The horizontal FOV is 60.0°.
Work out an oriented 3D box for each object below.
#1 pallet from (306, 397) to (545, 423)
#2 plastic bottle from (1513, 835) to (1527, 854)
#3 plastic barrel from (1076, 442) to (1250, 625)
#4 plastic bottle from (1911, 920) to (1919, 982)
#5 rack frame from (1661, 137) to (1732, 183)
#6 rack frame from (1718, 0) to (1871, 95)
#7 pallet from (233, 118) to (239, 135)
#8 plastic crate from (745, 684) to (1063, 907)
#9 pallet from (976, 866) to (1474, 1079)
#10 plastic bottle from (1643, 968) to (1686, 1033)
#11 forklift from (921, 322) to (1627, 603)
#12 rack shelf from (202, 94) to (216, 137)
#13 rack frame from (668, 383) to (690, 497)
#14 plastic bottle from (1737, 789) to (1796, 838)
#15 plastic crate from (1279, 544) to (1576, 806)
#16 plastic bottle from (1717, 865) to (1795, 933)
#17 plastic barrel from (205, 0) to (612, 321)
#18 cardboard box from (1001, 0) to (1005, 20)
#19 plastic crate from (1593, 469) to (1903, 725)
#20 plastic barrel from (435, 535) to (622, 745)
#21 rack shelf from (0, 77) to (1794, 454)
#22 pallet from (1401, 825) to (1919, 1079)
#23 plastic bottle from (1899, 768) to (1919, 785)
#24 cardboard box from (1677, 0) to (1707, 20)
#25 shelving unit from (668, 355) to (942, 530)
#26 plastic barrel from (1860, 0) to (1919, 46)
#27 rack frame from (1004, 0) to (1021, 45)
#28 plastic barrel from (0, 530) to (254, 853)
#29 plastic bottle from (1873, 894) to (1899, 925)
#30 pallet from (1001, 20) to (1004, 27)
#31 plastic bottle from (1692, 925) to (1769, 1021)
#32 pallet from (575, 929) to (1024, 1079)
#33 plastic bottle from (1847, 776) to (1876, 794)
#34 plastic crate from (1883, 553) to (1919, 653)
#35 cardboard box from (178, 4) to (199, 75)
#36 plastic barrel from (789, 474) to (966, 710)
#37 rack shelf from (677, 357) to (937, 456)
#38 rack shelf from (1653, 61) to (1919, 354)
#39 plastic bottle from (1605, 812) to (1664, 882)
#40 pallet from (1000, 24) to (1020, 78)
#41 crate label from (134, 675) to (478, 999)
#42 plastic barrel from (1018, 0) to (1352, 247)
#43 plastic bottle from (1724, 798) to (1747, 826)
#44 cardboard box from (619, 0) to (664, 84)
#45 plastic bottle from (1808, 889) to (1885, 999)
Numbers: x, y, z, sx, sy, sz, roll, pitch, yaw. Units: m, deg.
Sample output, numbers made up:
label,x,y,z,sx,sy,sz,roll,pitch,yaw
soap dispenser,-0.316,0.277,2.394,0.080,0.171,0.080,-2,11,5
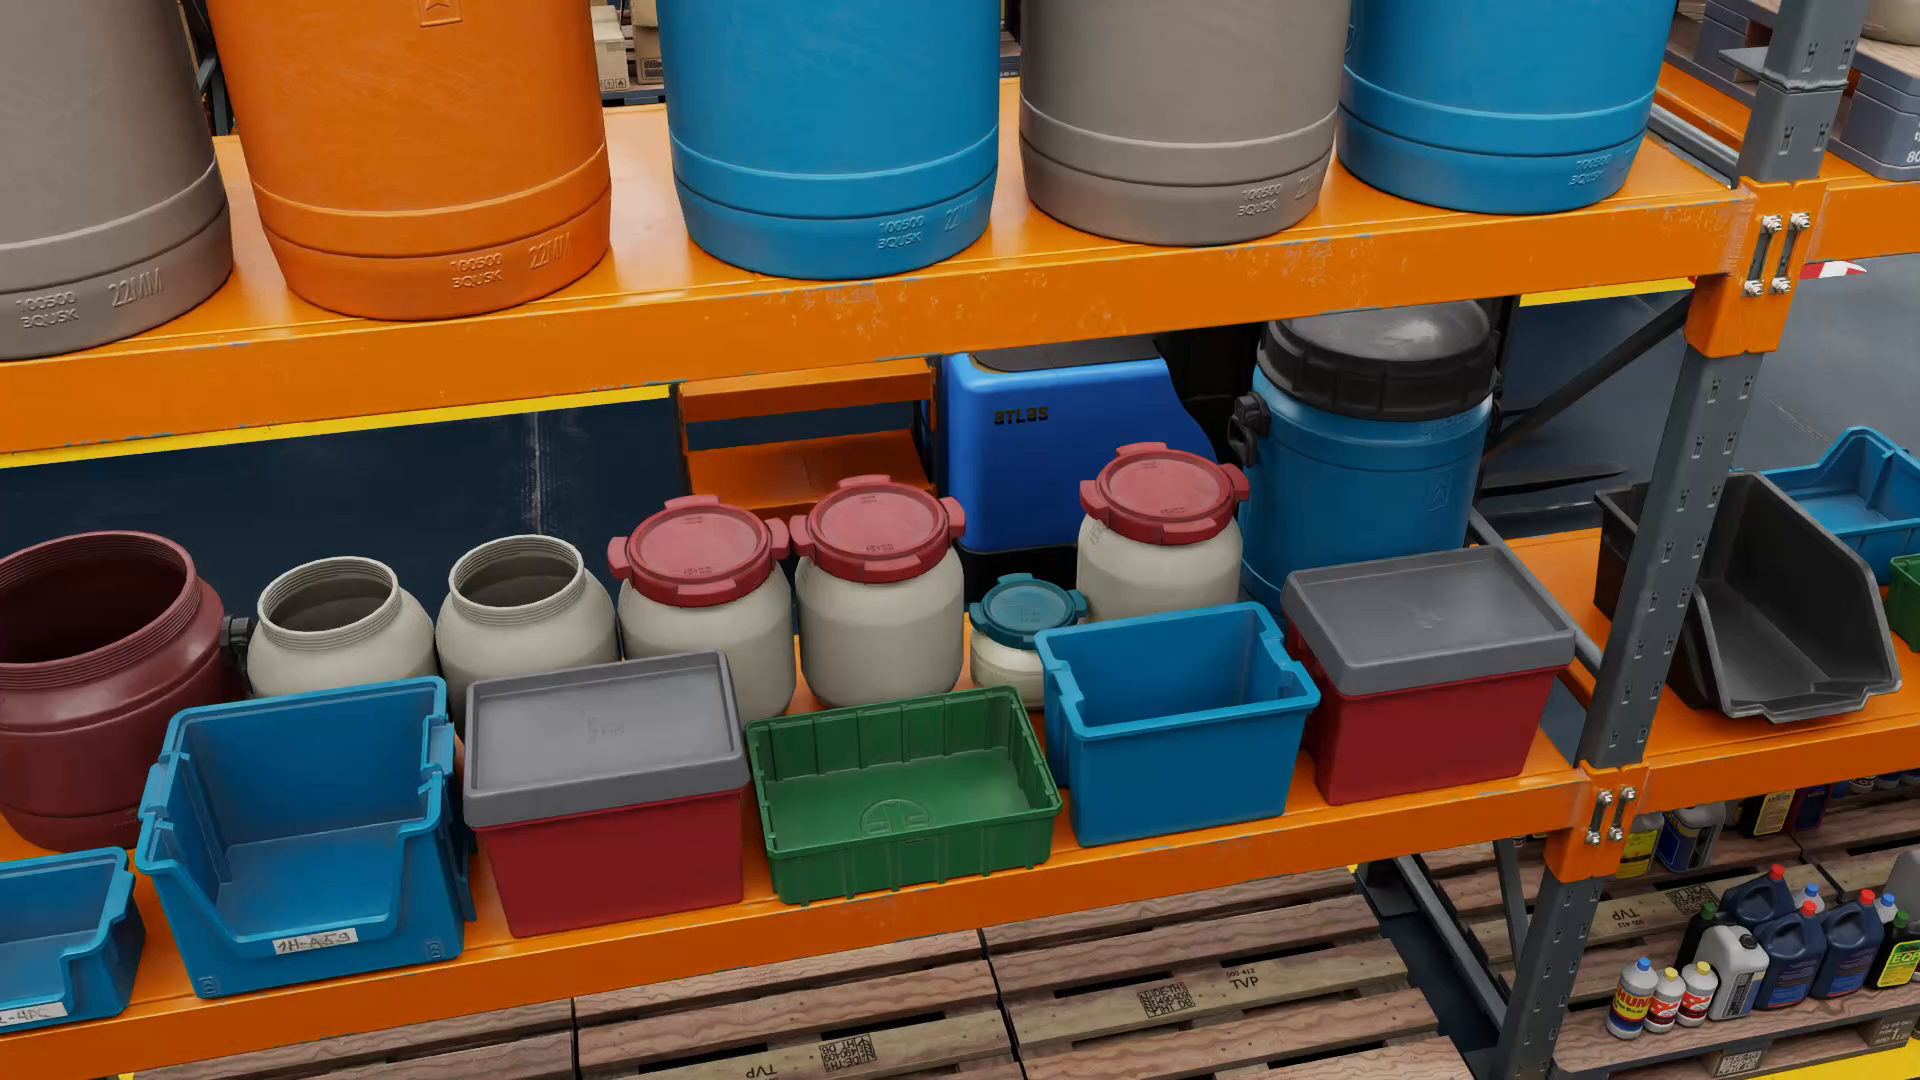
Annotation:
label,x,y,z,sx,sy,sz,roll,pitch,yaw
pallet,-2.735,-1.003,8.556,1.213,0.211,1.003,-7,35,-11
plastic bottle,1.782,0.900,5.334,0.097,0.201,0.097,0,34,0
plastic barrel,0.515,0.076,4.322,0.433,0.535,0.433,0,34,0
plastic bottle,2.841,1.195,4.894,0.097,0.201,0.097,0,34,0
rack frame,4.305,-3.049,9.102,0.127,3.000,1.000,-7,35,-11
rack frame,1.497,-2.357,2.686,0.127,3.000,1.000,-7,35,-11
pallet,-2.826,-2.132,7.907,1.003,0.211,1.213,-7,35,-11
plastic crate,-0.140,0.590,3.869,0.662,0.188,0.450,-7,35,-11
pallet,0.739,1.410,4.960,1.213,0.211,1.003,-7,35,-11
plastic bottle,2.003,1.300,4.737,0.097,0.201,0.097,0,34,0
forklift,1.386,-1.349,6.630,3.031,2.935,1.130,-7,34,-10
rack shelf,-5.448,-1.521,7.471,4.000,0.370,1.077,-7,35,-11
rack frame,-1.133,-0.336,6.741,0.032,1.125,0.500,-7,34,-10
plastic bottle,2.611,0.833,5.360,0.133,0.283,0.061,-7,35,-11
plastic crate,1.092,0.334,4.004,0.583,0.464,0.402,-7,35,-11
plastic bottle,2.344,1.100,4.902,0.185,0.351,0.144,-7,35,-11
plastic barrel,-0.918,-0.861,2.764,0.708,0.830,0.600,-7,35,-11
cardboard box,0.037,-4.597,12.939,0.875,0.875,0.875,-7,34,-10
plastic crate,2.035,0.165,4.368,0.504,0.338,0.767,-7,35,-11
plastic barrel,-1.038,0.285,4.033,0.421,0.512,0.421,0,34,0
rack shelf,-0.454,-0.567,3.356,4.000,0.370,1.077,-7,35,-11
pallet,2.161,1.232,5.224,1.213,0.211,1.003,-7,35,-11
plastic bottle,3.227,0.688,5.586,0.097,0.271,0.097,0,34,0
cardboard box,3.763,-3.162,8.913,0.500,0.500,0.875,-7,35,-11
shelving unit,-0.635,-0.394,6.827,1.048,1.125,0.538,-7,34,-10
plastic barrel,1.960,-1.278,3.294,0.421,0.512,0.421,0,34,0
rack frame,0.404,-2.558,8.369,0.127,3.000,1.000,-7,35,-11
plastic barrel,-2.019,0.348,3.918,0.708,0.536,0.600,-7,35,-11
plastic bottle,2.695,1.149,4.899,0.097,0.271,0.097,0,34,0
pallet,0.167,-4.159,13.258,1.213,0.211,1.003,-7,35,-11
plastic bottle,2.213,1.227,4.779,0.135,0.276,0.152,-6,34,-9
pallet,-0.453,1.562,4.733,1.213,0.211,1.003,-7,35,-11
plastic bottle,3.032,0.742,5.569,0.097,0.201,0.097,0,34,0
plastic crate,2.883,0.209,4.437,0.662,0.188,0.450,-7,35,-11
cardboard box,-5.585,-3.626,11.827,0.500,0.500,0.500,-6,34,-9
plastic barrel,-0.201,0.166,4.188,0.433,0.535,0.433,0,34,0
rack shelf,-0.635,-0.637,6.664,1.000,0.278,0.538,-7,34,-10
rack shelf,3.447,-1.058,4.089,4.000,0.370,1.077,-7,35,-11
plastic bottle,2.093,0.894,5.208,0.185,0.351,0.144,-7,35,-11
pallet,-0.374,-2.463,8.401,1.213,0.211,1.003,-7,35,-11
crate label,-1.376,0.636,3.578,0.616,0.435,0.502,-7,35,-11
plastic barrel,0.410,-1.059,2.994,0.600,0.901,0.600,0,34,0
plastic bottle,2.563,0.752,5.419,0.185,0.351,0.144,-7,35,-11
cardboard box,-1.267,-2.512,7.831,0.637,0.503,0.797,-4,34,-6
plastic bottle,2.560,1.155,4.820,0.185,0.351,0.144,-9,35,-13
